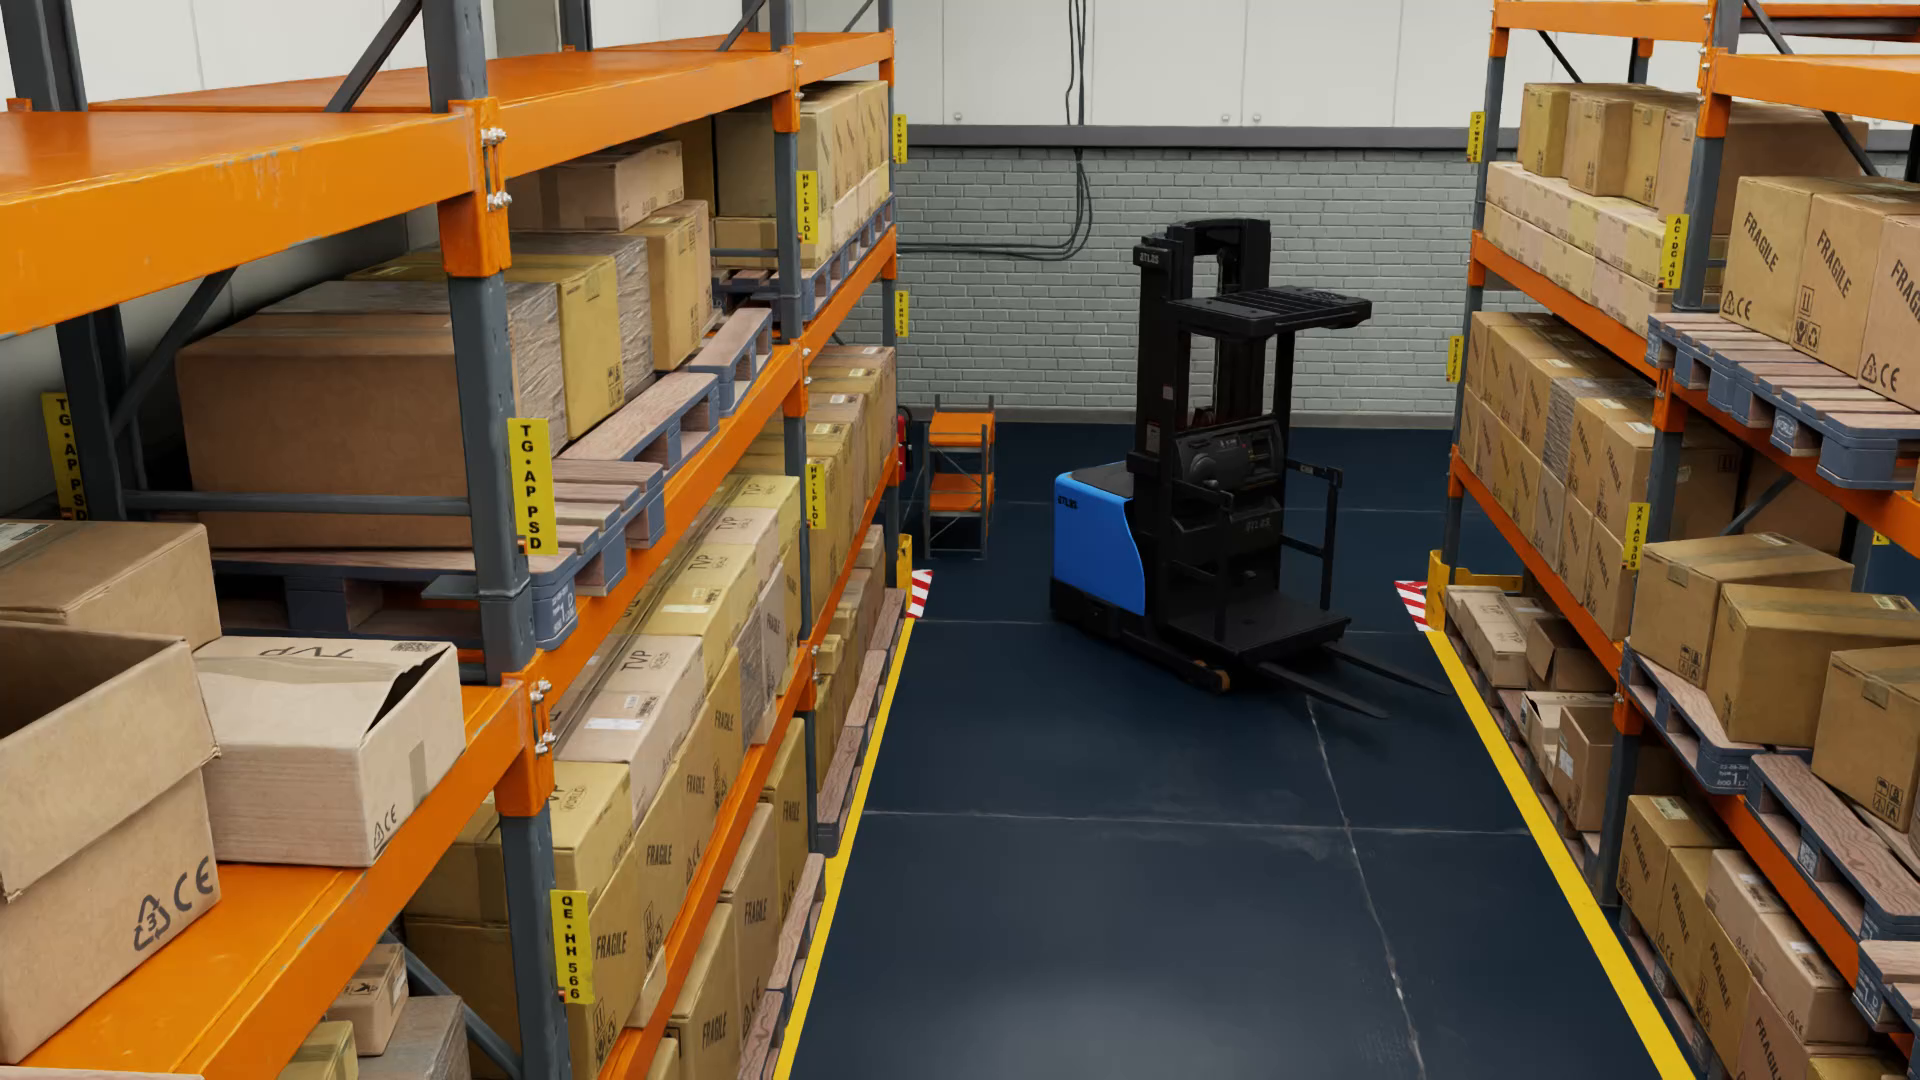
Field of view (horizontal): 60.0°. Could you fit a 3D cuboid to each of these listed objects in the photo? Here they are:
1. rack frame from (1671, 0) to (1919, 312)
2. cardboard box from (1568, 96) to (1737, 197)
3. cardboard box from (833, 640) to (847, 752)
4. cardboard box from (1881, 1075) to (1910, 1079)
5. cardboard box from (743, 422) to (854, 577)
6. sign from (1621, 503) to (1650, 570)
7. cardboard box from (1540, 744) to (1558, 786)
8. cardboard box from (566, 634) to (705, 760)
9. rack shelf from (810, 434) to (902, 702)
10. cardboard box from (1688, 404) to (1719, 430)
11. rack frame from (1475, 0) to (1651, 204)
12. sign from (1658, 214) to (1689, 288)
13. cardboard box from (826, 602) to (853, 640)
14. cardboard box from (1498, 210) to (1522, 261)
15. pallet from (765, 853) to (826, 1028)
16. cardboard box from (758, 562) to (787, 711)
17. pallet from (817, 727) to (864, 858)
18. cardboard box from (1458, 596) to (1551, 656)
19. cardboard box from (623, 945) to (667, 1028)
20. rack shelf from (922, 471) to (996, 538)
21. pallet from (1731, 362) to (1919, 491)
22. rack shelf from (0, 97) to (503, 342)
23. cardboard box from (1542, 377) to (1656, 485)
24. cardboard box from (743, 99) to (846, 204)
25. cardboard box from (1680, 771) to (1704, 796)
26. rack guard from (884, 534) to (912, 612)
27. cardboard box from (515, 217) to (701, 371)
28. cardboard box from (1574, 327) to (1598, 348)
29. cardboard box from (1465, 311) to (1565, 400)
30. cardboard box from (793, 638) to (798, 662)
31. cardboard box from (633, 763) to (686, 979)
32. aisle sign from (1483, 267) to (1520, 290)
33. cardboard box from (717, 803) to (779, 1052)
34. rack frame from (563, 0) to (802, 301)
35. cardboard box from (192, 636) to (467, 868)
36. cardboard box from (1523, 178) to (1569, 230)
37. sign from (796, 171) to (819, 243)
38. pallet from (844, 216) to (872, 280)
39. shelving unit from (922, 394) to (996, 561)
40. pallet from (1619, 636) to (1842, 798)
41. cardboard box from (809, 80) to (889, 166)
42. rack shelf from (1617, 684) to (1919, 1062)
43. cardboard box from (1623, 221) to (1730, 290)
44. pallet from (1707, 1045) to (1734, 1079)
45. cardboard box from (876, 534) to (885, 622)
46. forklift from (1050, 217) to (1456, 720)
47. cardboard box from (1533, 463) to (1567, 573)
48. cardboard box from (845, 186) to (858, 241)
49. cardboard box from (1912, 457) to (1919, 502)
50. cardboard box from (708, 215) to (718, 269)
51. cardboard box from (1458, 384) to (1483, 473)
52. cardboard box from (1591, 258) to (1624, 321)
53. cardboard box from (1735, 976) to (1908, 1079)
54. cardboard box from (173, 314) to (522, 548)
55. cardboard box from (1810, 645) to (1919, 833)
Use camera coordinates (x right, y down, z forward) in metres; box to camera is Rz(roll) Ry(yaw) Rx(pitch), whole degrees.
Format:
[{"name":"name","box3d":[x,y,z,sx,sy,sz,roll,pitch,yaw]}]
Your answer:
[{"name":"rack frame","box3d":[3.701,-2.446,6.937,1.000,3.000,0.127,1,18,4]},{"name":"cardboard box","box3d":[3.789,-2.162,9.119,0.700,0.500,0.500,1,18,4]},{"name":"cardboard box","box3d":[-1.045,0.898,9.706,0.700,0.500,0.500,1,18,3]},{"name":"cardboard box","box3d":[3.247,1.956,5.240,0.500,0.250,0.500,2,18,6]},{"name":"cardboard box","box3d":[-1.127,-0.242,9.363,0.980,0.700,0.700,1,18,3]},{"name":"sign","box3d":[3.159,-0.016,7.766,0.100,0.325,0.005,1,18,4]},{"name":"cardboard box","box3d":[3.426,1.249,9.165,0.380,0.149,0.250,1,18,4]},{"name":"cardboard box","box3d":[-1.168,0.525,5.628,0.500,0.250,0.500,1,18,4]},{"name":"rack shelf","box3d":[-1.097,0.016,10.213,1.077,0.370,4.000,1,18,4]},{"name":"cardboard box","box3d":[4.052,-0.418,8.616,0.500,0.500,0.500,1,18,2]},{"name":"rack frame","box3d":[3.988,-3.689,10.728,1.000,3.000,0.127,1,18,4]},{"name":"sign","box3d":[3.159,-1.276,7.353,0.100,0.325,0.005,1,18,4]},{"name":"cardboard box","box3d":[-0.841,0.481,9.936,0.380,0.149,0.250,1,18,2]},{"name":"cardboard box","box3d":[3.648,-1.883,10.276,0.500,0.250,0.500,1,18,4]},{"name":"pallet","box3d":[-1.220,1.862,7.903,1.003,0.211,1.213,1,18,4]},{"name":"cardboard box","box3d":[-1.049,0.404,7.201,0.500,0.500,0.500,1,18,4]},{"name":"pallet","box3d":[-1.108,1.386,9.354,1.003,0.211,1.213,1,18,4]},{"name":"cardboard box","box3d":[3.630,0.578,11.052,0.500,0.250,0.500,1,18,4]},{"name":"cardboard box","box3d":[-1.142,1.392,5.230,0.380,0.149,0.250,2,18,6]},{"name":"rack shelf","box3d":[0.000,-0.304,13.830,0.538,0.278,1.000,1,18,4]},{"name":"pallet","box3d":[3.513,-0.408,5.837,1.213,0.211,1.003,1,18,4]},{"name":"rack shelf","box3d":[-1.670,-0.160,1.758,1.077,0.370,4.000,1,18,4]},{"name":"cardboard box","box3d":[3.549,-0.597,9.160,0.500,0.500,0.500,1,18,4]},{"name":"cardboard box","box3d":[-0.879,-2.037,8.708,0.500,0.500,0.500,1,18,3]},{"name":"cardboard box","box3d":[3.947,1.348,8.604,0.500,0.311,0.500,1,18,4]},{"name":"rack guard","box3d":[-0.952,0.233,12.408,1.175,0.500,0.348,1,18,4]},{"name":"cardboard box","box3d":[-1.388,-0.942,6.295,0.700,0.500,0.500,1,18,3]},{"name":"cardboard box","box3d":[4.195,-1.059,10.572,0.500,0.500,0.500,2,18,5]},{"name":"cardboard box","box3d":[3.693,-1.228,11.088,0.500,0.500,0.500,2,18,6]},{"name":"cardboard box","box3d":[-0.982,0.516,7.901,0.380,0.149,0.250,1,18,4]},{"name":"cardboard box","box3d":[-1.190,1.032,5.287,0.500,0.500,0.500,2,18,6]},{"name":"aisle sign","box3d":[3.700,-2.101,11.342,0.394,0.787,0.004,1,18,4]},{"name":"cardboard box","box3d":[-1.218,1.598,7.007,0.750,0.750,0.750,2,18,6]},{"name":"rack frame","box3d":[-1.240,-2.556,7.271,1.000,3.000,0.127,1,18,4]},{"name":"cardboard box","box3d":[-1.309,0.375,3.256,0.500,0.311,0.500,1,18,4]},{"name":"cardboard box","box3d":[3.619,-1.965,9.724,0.500,0.250,0.500,1,18,4]},{"name":"sign","box3d":[-0.698,-1.516,7.581,0.100,0.325,0.005,1,18,4]},{"name":"pallet","box3d":[-1.081,-1.720,9.680,1.003,0.211,1.213,1,18,4]},{"name":"shelving unit","box3d":[0.000,-0.537,13.754,0.538,1.125,1.048,1,18,4]},{"name":"pallet","box3d":[3.535,0.742,7.151,1.003,0.211,1.213,1,18,4]},{"name":"cardboard box","box3d":[-0.734,-2.671,10.642,0.500,0.500,0.500,1,18,4]},{"name":"rack shelf","box3d":[3.557,1.368,6.087,1.077,0.370,4.000,1,18,4]},{"name":"cardboard box","box3d":[3.465,-1.344,7.829,0.500,0.250,0.500,1,18,4]},{"name":"pallet","box3d":[3.595,2.363,6.372,1.003,0.211,1.213,1,18,4]},{"name":"cardboard box","box3d":[-0.904,0.261,11.650,0.700,0.500,0.500,1,18,4]},{"name":"forklift","box3d":[1.925,-0.555,10.910,1.130,2.935,3.031,-13,22,-34]},{"name":"cardboard box","box3d":[3.551,-0.124,9.322,0.500,0.500,0.500,2,18,5]},{"name":"cardboard box","box3d":[-0.848,-1.832,9.286,0.500,0.250,0.500,1,18,2]},{"name":"cardboard box","box3d":[3.486,-0.282,4.989,0.910,0.500,0.500,1,18,4]},{"name":"cardboard box","box3d":[-1.425,-1.524,8.345,0.500,0.250,0.500,1,18,4]},{"name":"cardboard box","box3d":[3.693,-0.753,11.244,0.500,0.500,0.500,2,18,5]},{"name":"cardboard box","box3d":[3.517,-1.262,8.379,0.500,0.250,0.500,1,18,4]},{"name":"cardboard box","box3d":[3.316,2.006,6.291,0.500,0.500,0.500,1,18,2]},{"name":"cardboard box","box3d":[-1.550,-0.294,4.317,0.700,0.500,0.500,0,18,0]},{"name":"cardboard box","box3d":[3.636,0.708,6.111,0.700,0.500,0.500,-3,18,-10]}]
